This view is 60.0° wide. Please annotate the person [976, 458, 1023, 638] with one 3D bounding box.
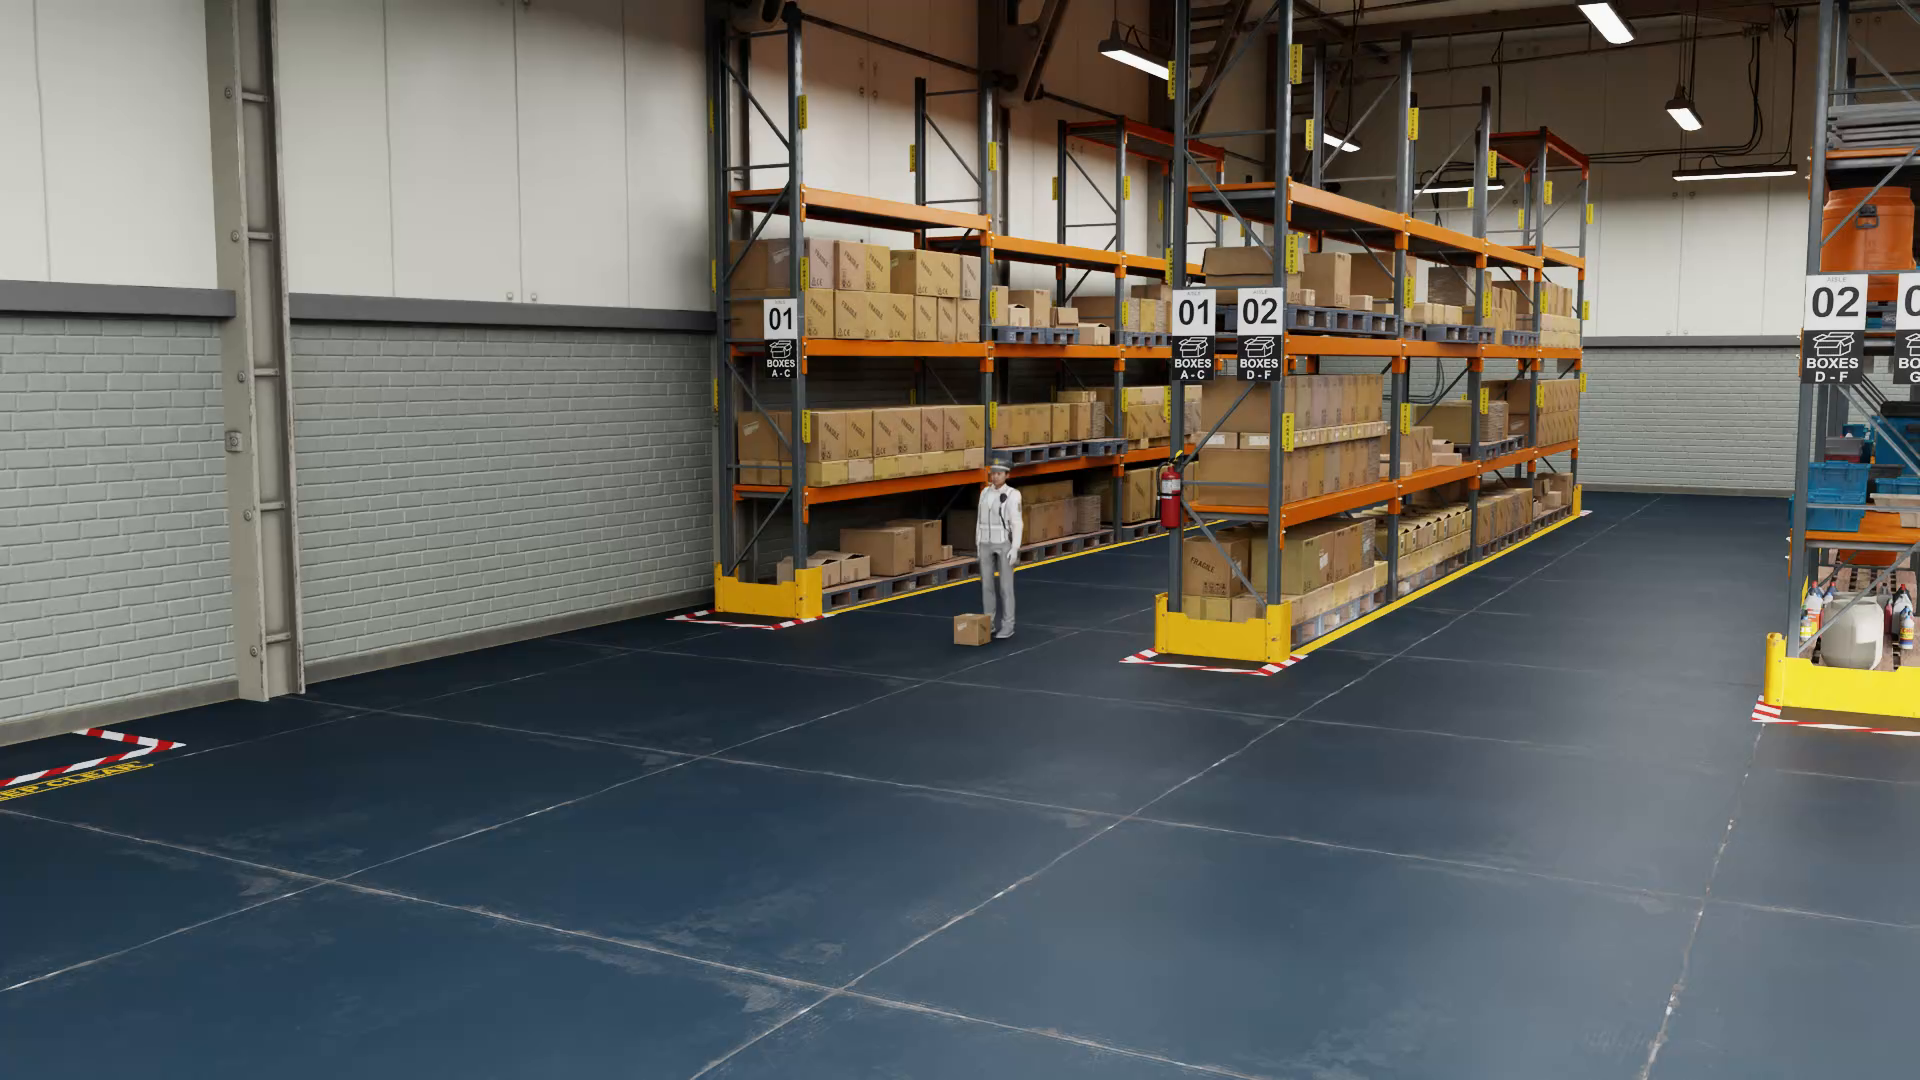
[{"bbox_3d":[0.359,0.076,15.616,0.475,1.707,0.344,3,7,30],"label":"person"}]
